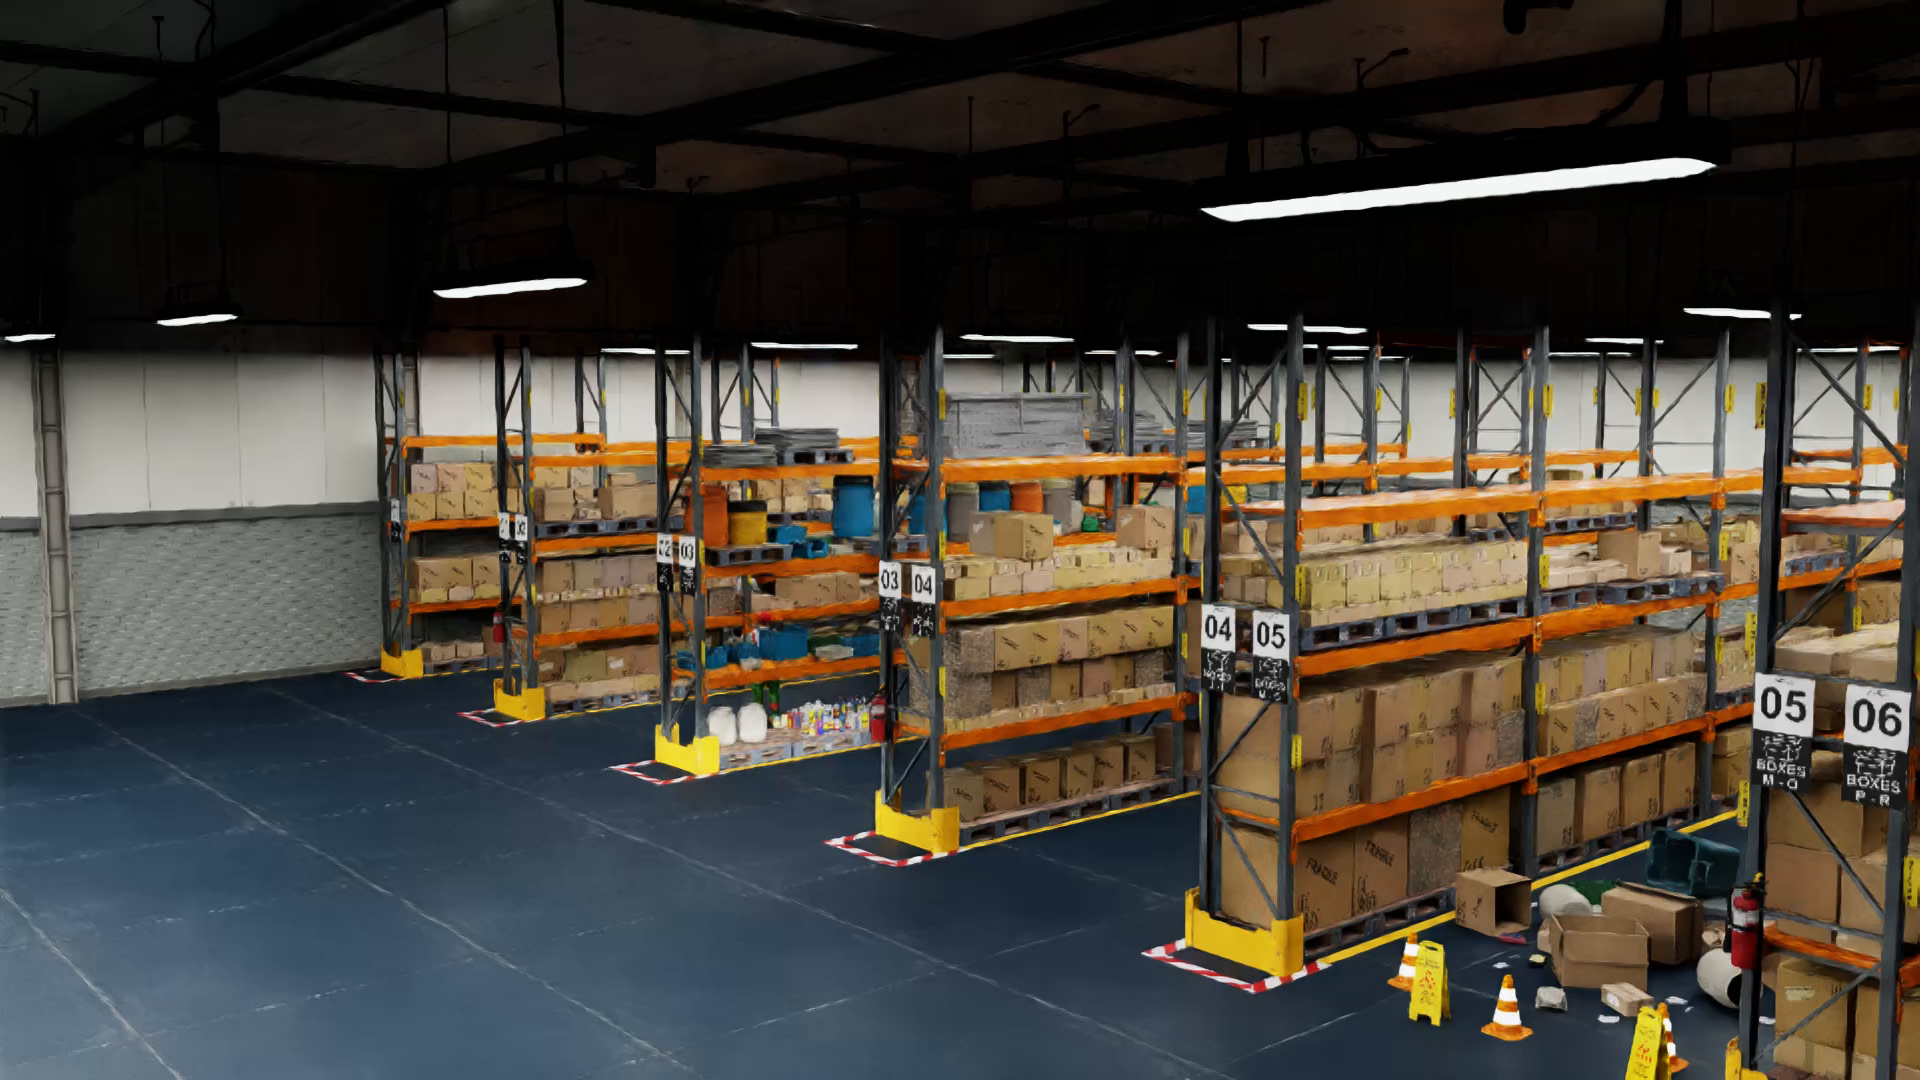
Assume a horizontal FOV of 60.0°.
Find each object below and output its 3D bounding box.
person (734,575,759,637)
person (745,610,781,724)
[{"bbox_3d":[-4.242,1.308,32.774,0.528,1.727,1.030,5,7,41],"label":"person"},{"bbox_3d":[-3.003,1.947,25.400,0.608,1.787,0.489,-1,5,-10],"label":"person"}]
